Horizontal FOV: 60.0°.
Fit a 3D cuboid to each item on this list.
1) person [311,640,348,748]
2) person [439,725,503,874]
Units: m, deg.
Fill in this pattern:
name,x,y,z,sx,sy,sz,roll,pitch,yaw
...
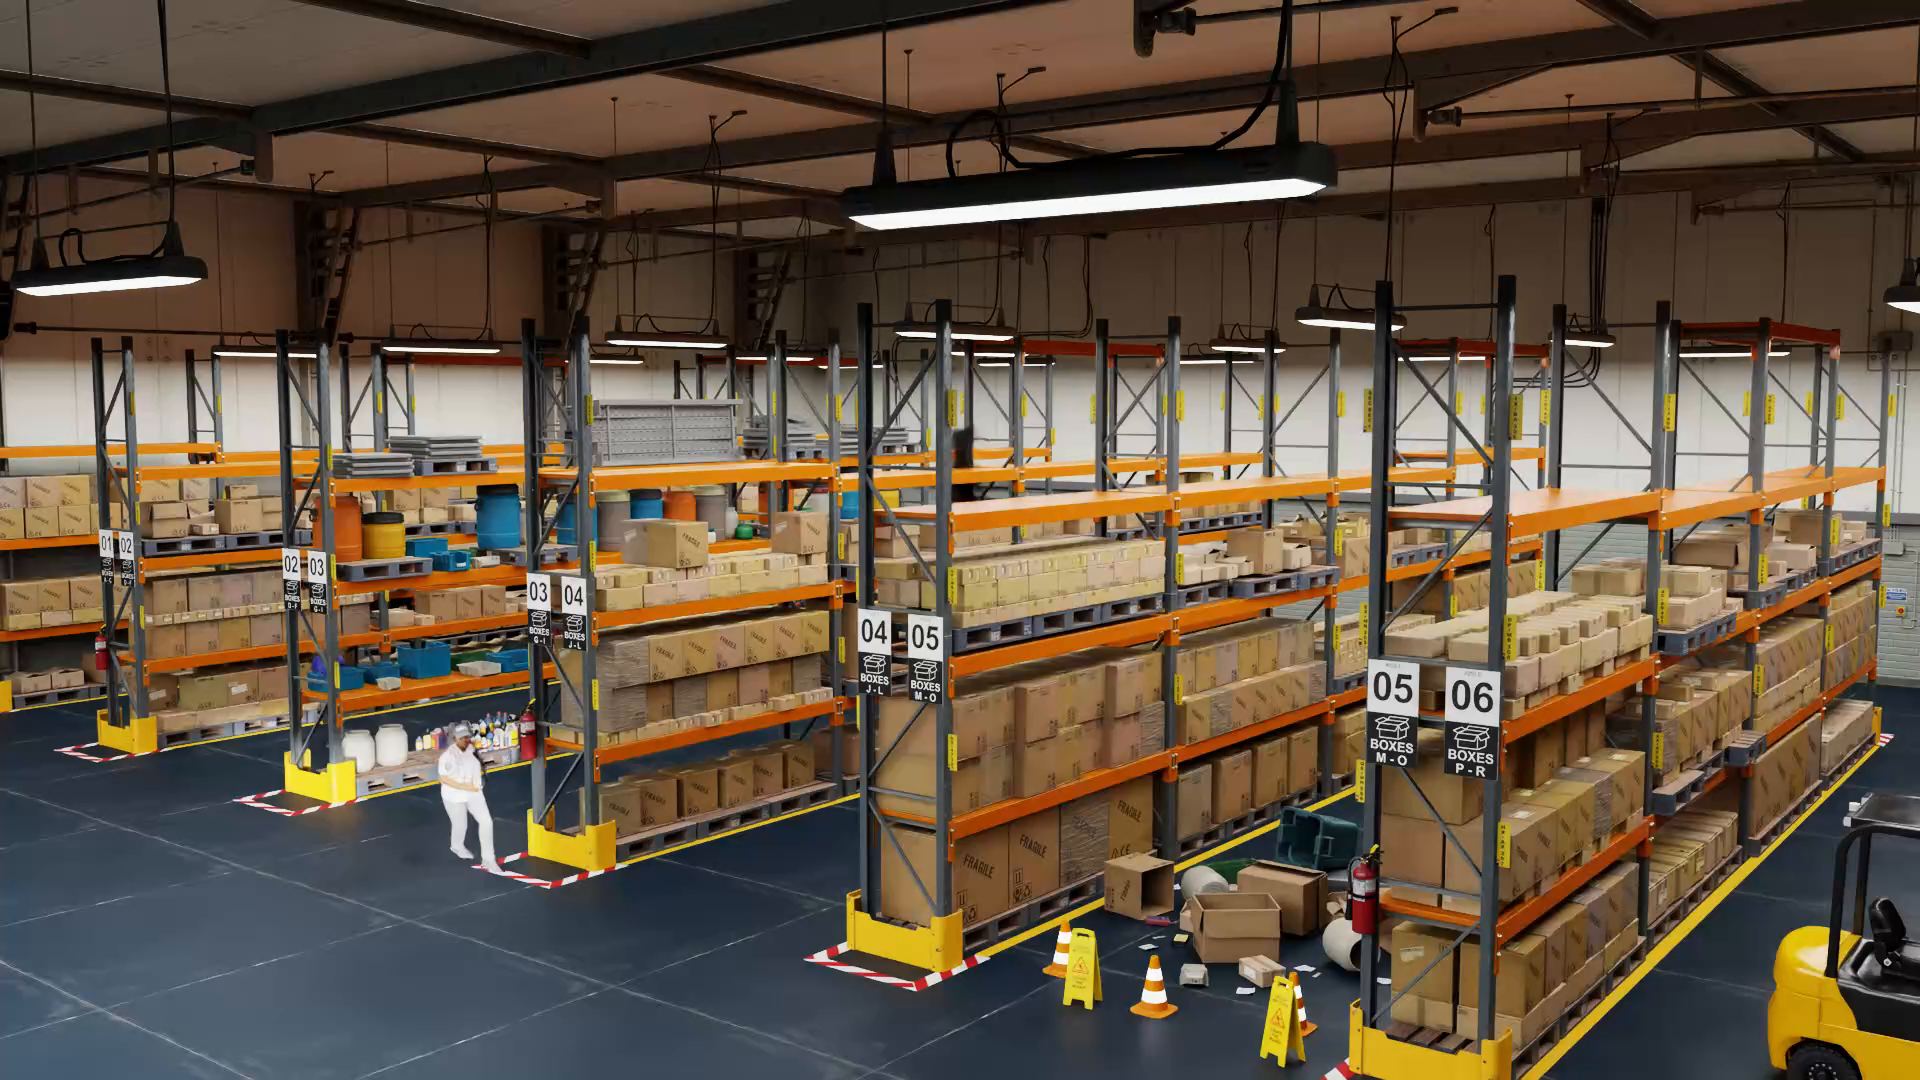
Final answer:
name,x,y,z,sx,sy,sz,roll,pitch,yaw
person,-9.292,2.249,24.597,0.572,1.590,0.646,0,5,3
person,-5.441,2.803,18.071,0.624,1.663,0.874,-5,7,-44
